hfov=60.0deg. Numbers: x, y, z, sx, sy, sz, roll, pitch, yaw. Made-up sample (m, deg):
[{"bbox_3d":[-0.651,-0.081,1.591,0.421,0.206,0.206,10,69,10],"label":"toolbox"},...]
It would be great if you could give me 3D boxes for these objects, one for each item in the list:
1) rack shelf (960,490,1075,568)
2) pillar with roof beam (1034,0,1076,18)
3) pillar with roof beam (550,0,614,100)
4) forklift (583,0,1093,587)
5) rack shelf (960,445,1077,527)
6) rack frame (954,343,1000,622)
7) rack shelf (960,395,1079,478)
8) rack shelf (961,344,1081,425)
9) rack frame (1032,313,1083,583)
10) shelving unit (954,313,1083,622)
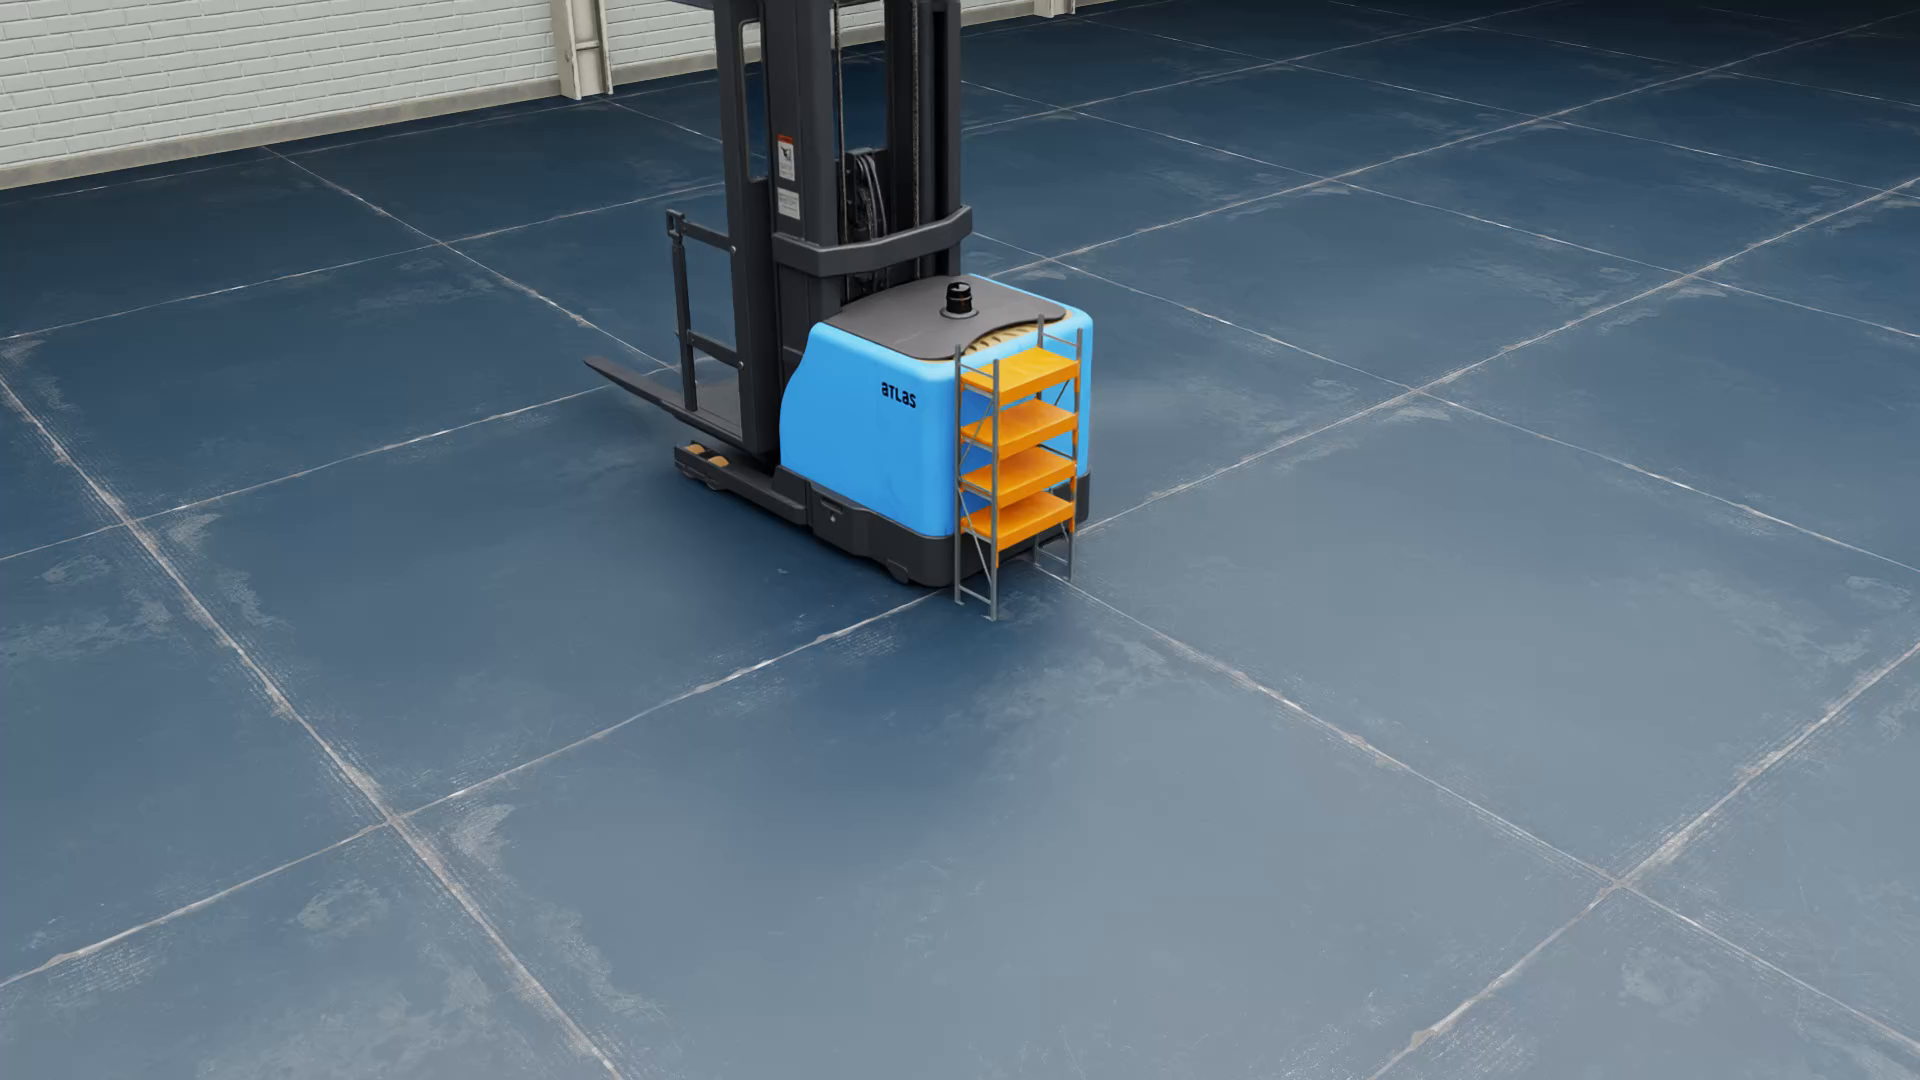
[{"bbox_3d":[0.240,-0.066,7.164,0.480,0.148,0.258,-25,37,-38],"label":"rack shelf"},{"bbox_3d":[3.865,-8.440,13.996,0.400,9.000,9.100,-22,35,-35],"label":"pillar with roof beam"},{"bbox_3d":[-0.700,-6.605,10.562,0.400,9.000,9.100,-22,35,-35],"label":"pillar with roof beam"},{"bbox_3d":[-0.782,-1.689,7.800,1.130,2.935,3.031,-25,37,-38],"label":"forklift"},{"bbox_3d":[0.240,-0.241,7.070,0.480,0.148,0.258,-25,37,-38],"label":"rack shelf"},{"bbox_3d":[0.066,-0.220,6.888,0.015,1.200,0.240,-25,37,-38],"label":"rack frame"},{"bbox_3d":[0.241,-0.438,6.964,0.480,0.148,0.258,-25,37,-38],"label":"rack shelf"},{"bbox_3d":[0.241,-0.646,6.852,0.480,0.148,0.258,-25,37,-38],"label":"rack shelf"},{"bbox_3d":[0.416,-0.380,7.188,0.015,1.200,0.240,-25,37,-38],"label":"rack frame"},{"bbox_3d":[0.241,-0.300,7.038,0.503,1.200,0.258,-25,37,-38],"label":"shelving unit"}]
